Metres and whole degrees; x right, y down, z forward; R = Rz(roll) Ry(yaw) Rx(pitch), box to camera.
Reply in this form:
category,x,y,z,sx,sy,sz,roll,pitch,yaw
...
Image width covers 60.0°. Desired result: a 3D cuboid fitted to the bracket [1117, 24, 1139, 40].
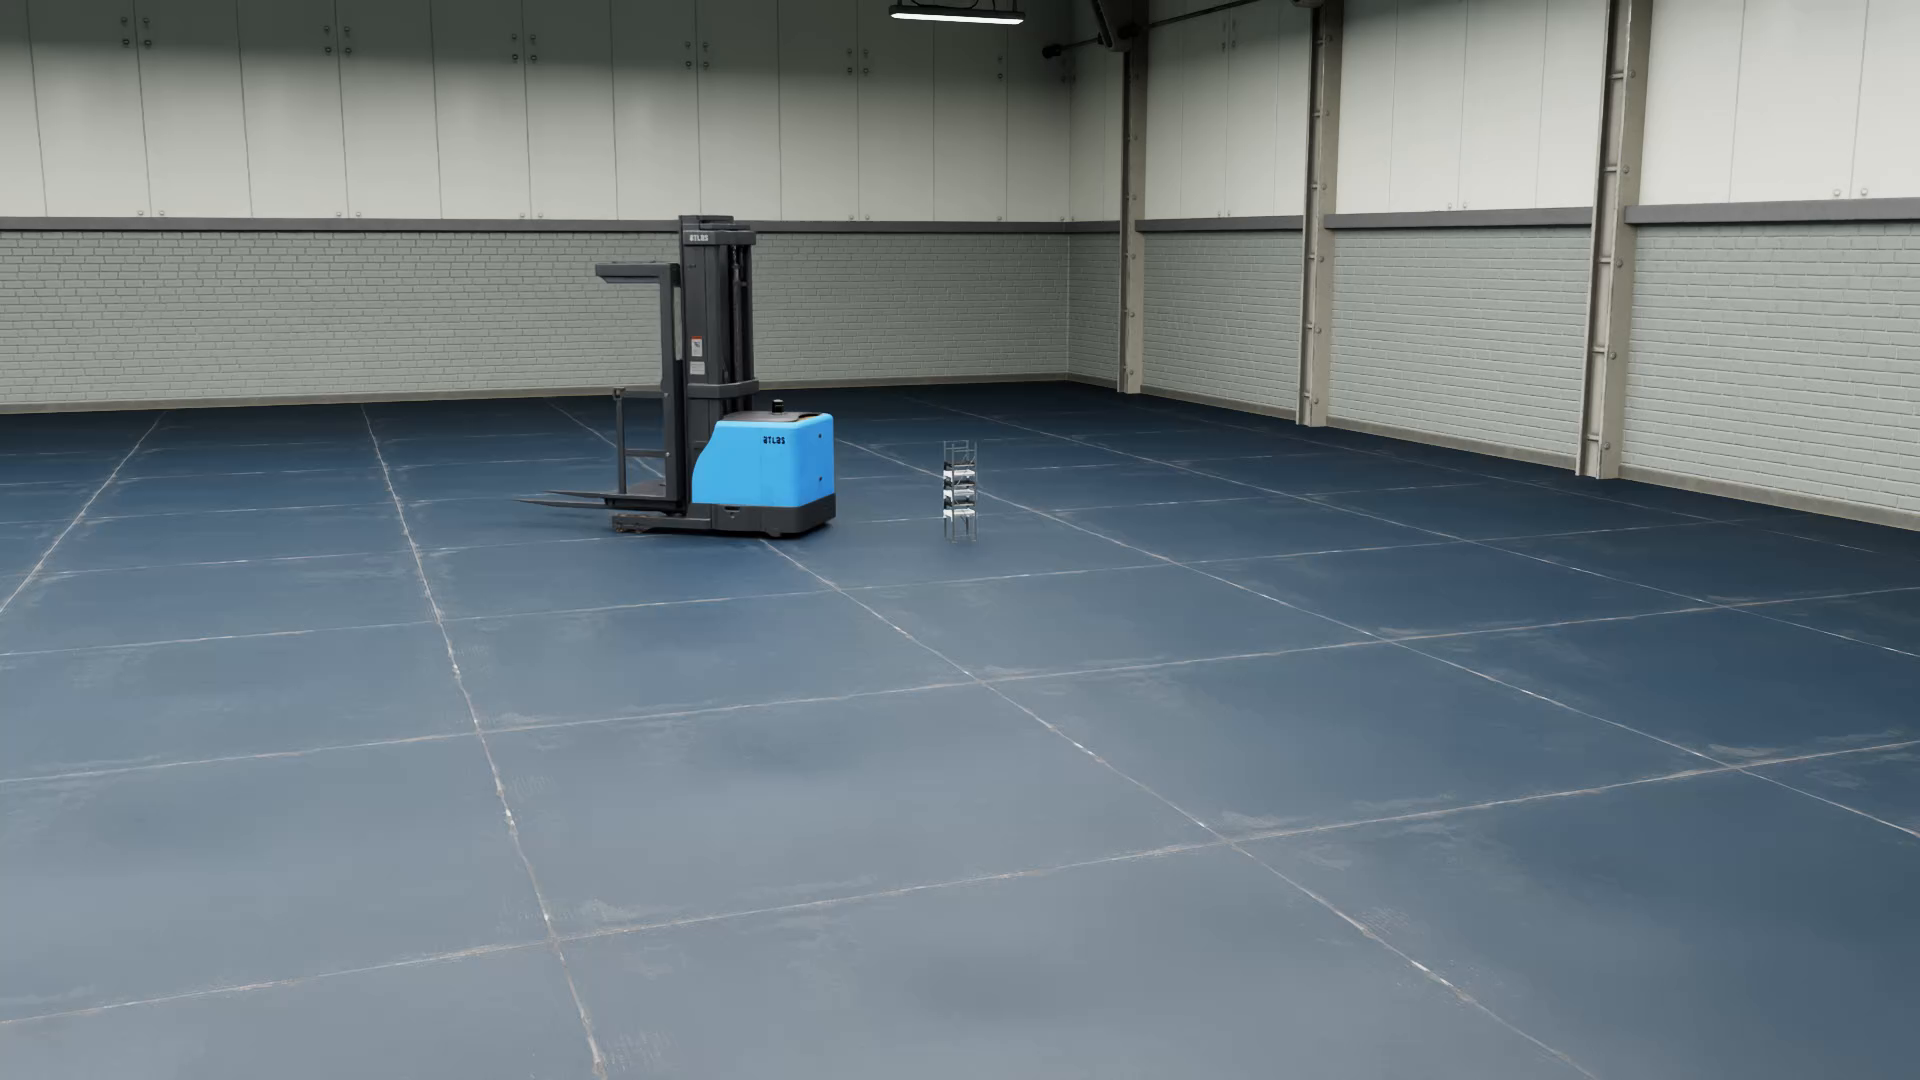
category,x,y,z,sx,sy,sz,roll,pitch,yaw
bracket,2.922,-8.816,28.836,0.235,0.232,0.430,-4,11,-21

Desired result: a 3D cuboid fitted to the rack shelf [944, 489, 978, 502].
category,x,y,z,sx,sy,sz,roll,pitch,yaw
rack shelf,0.003,-0.409,15.170,0.258,0.077,0.200,-4,11,-21

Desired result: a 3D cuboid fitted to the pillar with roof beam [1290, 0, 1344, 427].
category,x,y,z,sx,sy,sz,roll,pitch,yaw
pillar with roof beam,1.264,-5.881,22.617,9.100,9.000,0.548,-4,11,-21

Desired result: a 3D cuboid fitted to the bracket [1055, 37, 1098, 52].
category,x,y,z,sx,sy,sz,roll,pitch,yaw
bracket,1.976,-9.241,31.230,0.076,0.066,3.189,-4,11,-21

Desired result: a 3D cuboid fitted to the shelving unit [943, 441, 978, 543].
category,x,y,z,sx,sy,sz,roll,pitch,yaw
shelving unit,0.003,-0.442,15.164,0.258,0.900,0.210,-4,11,-21

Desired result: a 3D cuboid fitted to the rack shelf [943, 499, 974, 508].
category,x,y,z,sx,sy,sz,roll,pitch,yaw
rack shelf,0.003,-0.320,15.185,0.258,0.077,0.200,-4,11,-21

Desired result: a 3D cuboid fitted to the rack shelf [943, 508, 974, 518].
category,x,y,z,sx,sy,sz,roll,pitch,yaw
rack shelf,0.003,-0.232,15.201,0.258,0.077,0.200,-4,11,-21

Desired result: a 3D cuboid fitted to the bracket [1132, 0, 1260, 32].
category,x,y,z,sx,sy,sz,roll,pitch,yaw
bracket,3.856,-8.395,26.472,0.076,0.066,4.783,-4,11,-21

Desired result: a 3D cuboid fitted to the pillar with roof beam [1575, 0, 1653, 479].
category,x,y,z,sx,sy,sz,roll,pitch,yaw
pillar with roof beam,3.439,-4.902,17.111,9.100,9.000,0.400,-4,11,-21

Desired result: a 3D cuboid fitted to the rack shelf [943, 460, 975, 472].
category,x,y,z,sx,sy,sz,roll,pitch,yaw
rack shelf,0.003,-0.675,15.122,0.258,0.077,0.200,-4,11,-21

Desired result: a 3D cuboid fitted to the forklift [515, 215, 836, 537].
category,x,y,z,sx,sy,sz,roll,pitch,yaw
forklift,-2.777,-1.593,15.834,3.031,2.935,1.130,3,10,16

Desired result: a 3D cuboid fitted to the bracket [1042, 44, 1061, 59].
category,x,y,z,sx,sy,sz,roll,pitch,yaw
bracket,1.762,-9.338,31.772,0.235,0.232,0.430,-4,11,-21

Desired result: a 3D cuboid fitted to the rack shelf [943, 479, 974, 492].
category,x,y,z,sx,sy,sz,roll,pitch,yaw
rack shelf,0.003,-0.498,15.154,0.258,0.077,0.200,-4,11,-21

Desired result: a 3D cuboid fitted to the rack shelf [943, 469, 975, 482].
category,x,y,z,sx,sy,sz,roll,pitch,yaw
rack shelf,0.003,-0.586,15.138,0.258,0.077,0.200,-4,11,-21

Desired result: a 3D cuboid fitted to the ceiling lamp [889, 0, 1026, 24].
category,x,y,z,sx,sy,sz,roll,pitch,yaw
ceiling lamp,-0.121,-9.062,23.832,2.000,3.185,0.800,-4,11,-21

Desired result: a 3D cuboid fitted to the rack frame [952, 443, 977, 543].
category,x,y,z,sx,sy,sz,roll,pitch,yaw
rack frame,0.040,-0.425,15.070,0.240,0.900,0.006,-4,11,-21

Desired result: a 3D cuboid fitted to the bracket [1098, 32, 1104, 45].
category,x,y,z,sx,sy,sz,roll,pitch,yaw
bracket,2.621,-8.951,29.597,0.235,0.232,0.430,-4,11,-21

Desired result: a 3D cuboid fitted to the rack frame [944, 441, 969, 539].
category,x,y,z,sx,sy,sz,roll,pitch,yaw
rack frame,-0.034,-0.458,15.257,0.240,0.900,0.006,-4,11,-21

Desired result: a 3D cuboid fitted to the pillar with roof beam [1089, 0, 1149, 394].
category,x,y,z,sx,sy,sz,roll,pitch,yaw
pillar with roof beam,-0.910,-6.860,28.123,9.100,9.000,0.548,-4,11,-21
